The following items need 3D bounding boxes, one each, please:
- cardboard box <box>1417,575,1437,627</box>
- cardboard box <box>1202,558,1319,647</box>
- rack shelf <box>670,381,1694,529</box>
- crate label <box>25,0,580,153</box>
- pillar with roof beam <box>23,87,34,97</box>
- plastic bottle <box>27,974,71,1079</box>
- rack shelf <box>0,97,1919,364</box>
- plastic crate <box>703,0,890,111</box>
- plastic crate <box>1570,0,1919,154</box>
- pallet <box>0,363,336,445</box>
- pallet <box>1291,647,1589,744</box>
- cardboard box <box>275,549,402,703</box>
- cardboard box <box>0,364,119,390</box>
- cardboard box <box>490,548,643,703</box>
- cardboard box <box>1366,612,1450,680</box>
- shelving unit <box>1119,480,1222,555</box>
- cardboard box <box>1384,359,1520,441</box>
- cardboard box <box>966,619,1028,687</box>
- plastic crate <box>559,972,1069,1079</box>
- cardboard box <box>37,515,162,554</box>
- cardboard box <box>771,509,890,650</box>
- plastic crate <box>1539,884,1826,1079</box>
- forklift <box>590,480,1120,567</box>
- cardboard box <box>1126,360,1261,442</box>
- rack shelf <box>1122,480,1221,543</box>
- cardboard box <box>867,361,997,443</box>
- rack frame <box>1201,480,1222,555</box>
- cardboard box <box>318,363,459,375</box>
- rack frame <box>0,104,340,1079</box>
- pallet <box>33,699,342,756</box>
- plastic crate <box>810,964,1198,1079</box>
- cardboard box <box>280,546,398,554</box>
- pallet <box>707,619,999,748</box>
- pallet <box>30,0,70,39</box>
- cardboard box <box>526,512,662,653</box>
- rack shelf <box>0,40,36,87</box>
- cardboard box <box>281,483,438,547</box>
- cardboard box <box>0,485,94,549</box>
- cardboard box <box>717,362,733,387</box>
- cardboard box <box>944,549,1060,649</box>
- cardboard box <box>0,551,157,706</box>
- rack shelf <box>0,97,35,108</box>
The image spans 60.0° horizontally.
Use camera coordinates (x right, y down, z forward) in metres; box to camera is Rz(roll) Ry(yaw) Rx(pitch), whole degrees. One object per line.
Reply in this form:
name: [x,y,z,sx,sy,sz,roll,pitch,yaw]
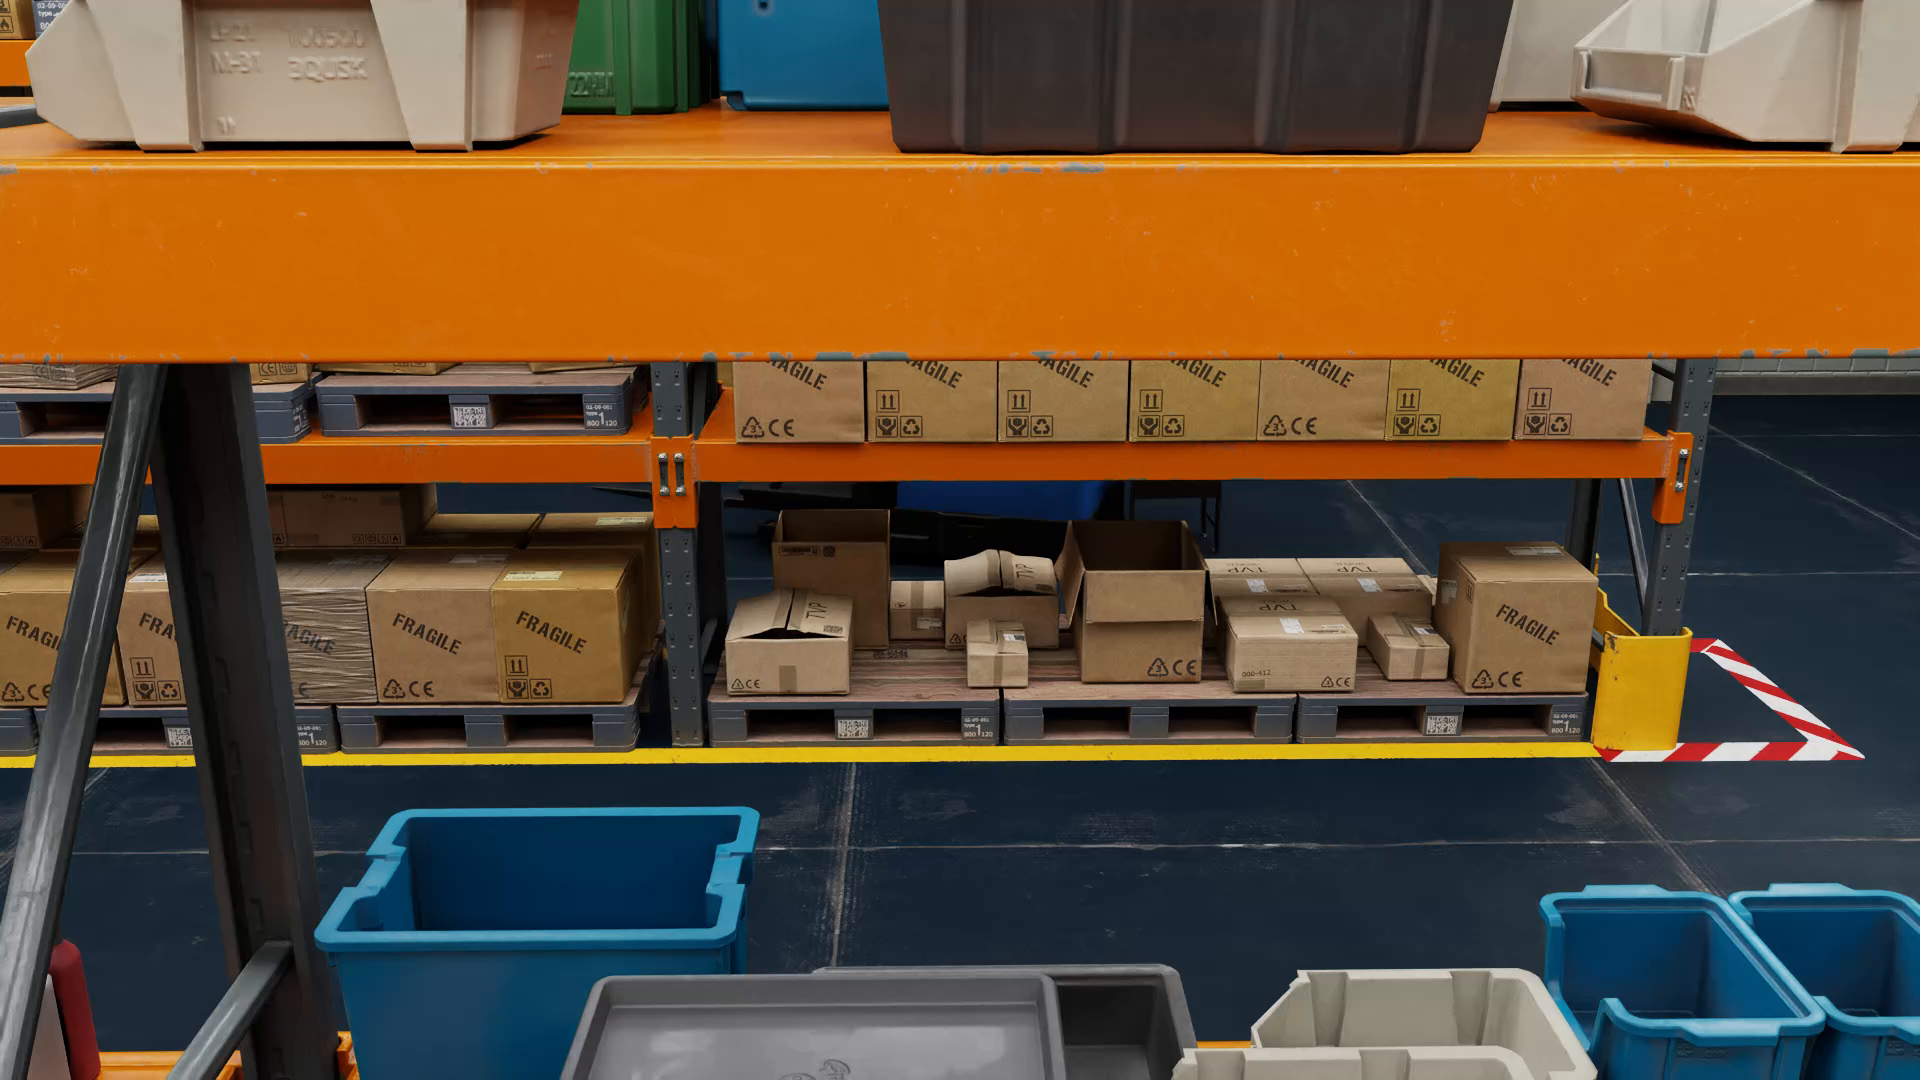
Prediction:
cardboard box: [2.192,0.298,7.627,0.250,0.166,0.380,0,18,-1]
cardboard box: [1.318,0.280,7.544,0.500,0.250,0.500,0,18,-1]
rack shelf: [0.866,-0.388,7.024,4.000,0.370,1.077,0,18,-1]
crate label: [-0.565,-0.425,1.482,0.466,0.136,0.293,0,18,-1]
pillar with roof beam: [-6.460,-4.014,7.329,0.400,9.000,9.100,0,18,-1]
plastic bottle: [-1.456,0.718,2.478,0.185,0.351,0.144,0,18,-1]
rack shelf: [0.941,-0.303,1.850,4.000,0.370,1.077,0,18,-1]
plastic crate: [-0.154,-0.658,2.053,0.300,0.233,0.416,0,18,-1]
plastic crate: [0.879,-0.444,1.543,0.530,0.136,0.437,0,18,-1]
pallet: [-3.188,-0.621,6.887,1.213,0.211,1.003,0,18,-1]
pallet: [1.993,0.592,7.356,1.213,0.211,1.003,0,18,-1]
cardboard box: [-2.618,0.352,6.912,0.500,0.500,0.500,0,18,0]
cardboard box: [-3.587,-0.933,6.693,0.500,0.500,0.700,3,18,10]
cardboard box: [-1.622,0.350,6.918,0.500,0.500,0.500,0,18,-1]
cardboard box: [1.920,0.452,7.147,0.250,0.166,0.380,0,18,-1]
shelving unit: [1.179,-0.969,9.126,0.503,2.100,0.431,-1,18,-4]
cardboard box: [1.904,-0.699,6.652,0.500,0.500,0.500,0,18,0]
cardboard box: [0.155,0.476,7.072,0.250,0.166,0.380,0,18,-1]
plastic crate: [-0.162,0.805,1.924,0.583,0.464,0.402,0,18,-1]
cardboard box: [-3.684,0.201,7.383,0.500,0.500,0.500,-1,18,-3]
cardboard box: [-0.568,0.171,7.477,0.500,0.500,0.500,0,18,-1]
plastic crate: [1.072,0.732,2.530,0.300,0.233,0.416,0,18,-1]
forklift: [-0.636,-1.465,9.316,3.031,2.935,1.130,5,18,15]
cardboard box: [0.901,-0.696,6.642,0.500,0.500,0.500,-1,18,-2]
rack shelf: [1.179,-0.290,9.348,0.480,0.518,0.431,-1,18,-4]
cardboard box: [-0.107,-0.691,6.628,0.500,0.500,0.500,0,18,0]
rack frame: [1.423,-0.974,9.142,0.015,2.100,0.400,-1,18,-4]
cardboard box: [-2.297,-1.012,6.940,0.500,0.500,0.700,3,18,8]
rack frame: [-1.059,0.793,2.165,0.053,2.616,0.949,0,18,-1]
pallet: [-3.169,0.629,7.241,1.213,0.211,1.003,0,18,-1]
plastic crate: [0.056,0.807,2.473,0.590,0.125,0.437,0,18,-1]
cardboard box: [-2.654,0.194,7.404,0.500,0.500,0.500,0,18,0]
pallet: [-0.447,0.604,7.319,1.213,0.211,1.003,0,18,-1]
pallet: [-2.823,-2.072,6.493,1.003,0.211,1.213,0,18,-1]
cardboard box: [-1.621,0.188,7.423,0.500,0.500,0.500,-1,18,-3]
rack shelf: [-3.133,-1.797,6.506,4.000,0.370,1.077,0,18,-1]
cardboard box: [-2.621,-0.164,7.294,0.500,0.250,0.500,0,18,-1]
cardboard box: [-4.145,-0.156,7.266,0.500,0.250,0.500,0,18,1]
cardboard box: [-1.863,-1.367,11.731,0.750,0.750,0.750,0,18,0]
cardboard box: [0.182,0.257,7.517,0.500,0.311,0.500,0,18,-1]
cardboard box: [-3.648,0.359,6.889,0.500,0.500,0.500,-1,18,-2]
rack shelf: [-3.059,-0.284,1.790,4.000,0.370,1.077,0,18,-1]
